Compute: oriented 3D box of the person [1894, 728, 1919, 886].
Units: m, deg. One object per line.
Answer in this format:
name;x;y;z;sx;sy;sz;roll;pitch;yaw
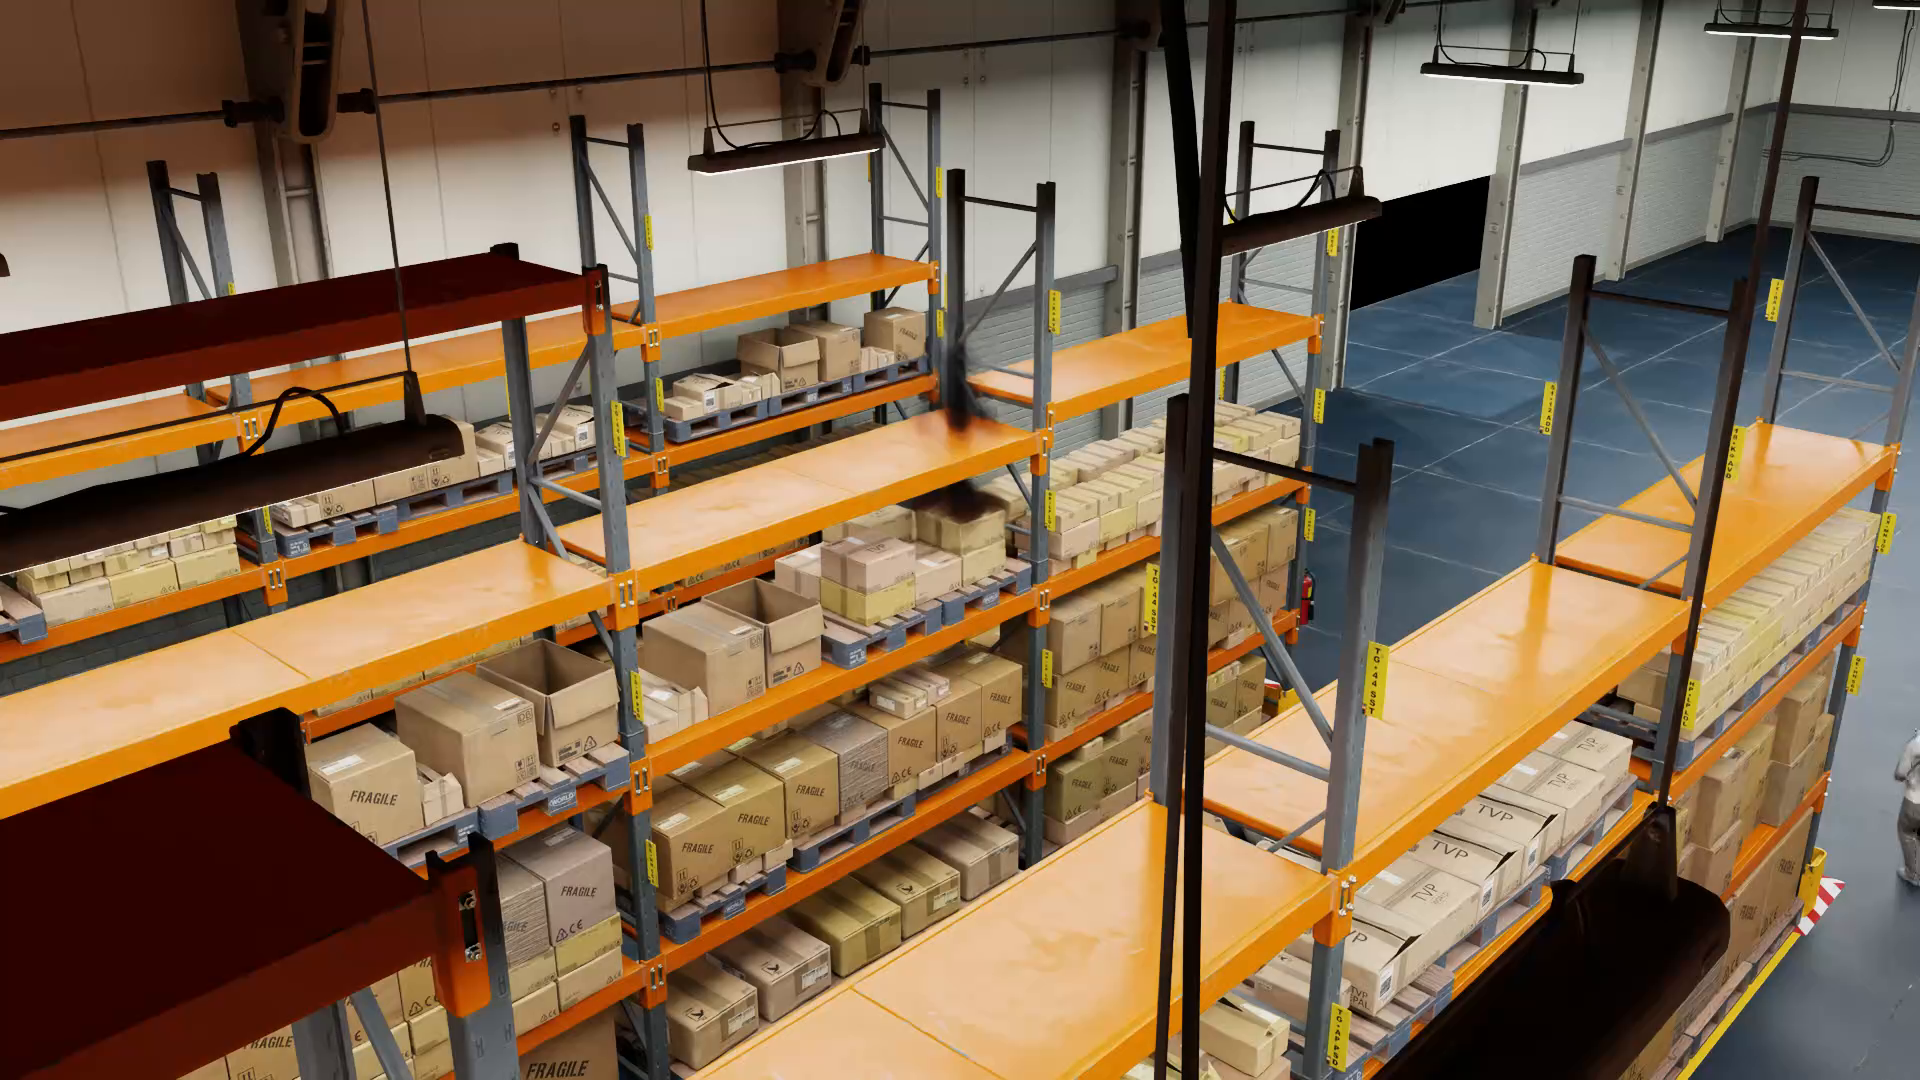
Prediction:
person;8.213;2.199;14.029;0.688;1.734;0.698;2;21;5
